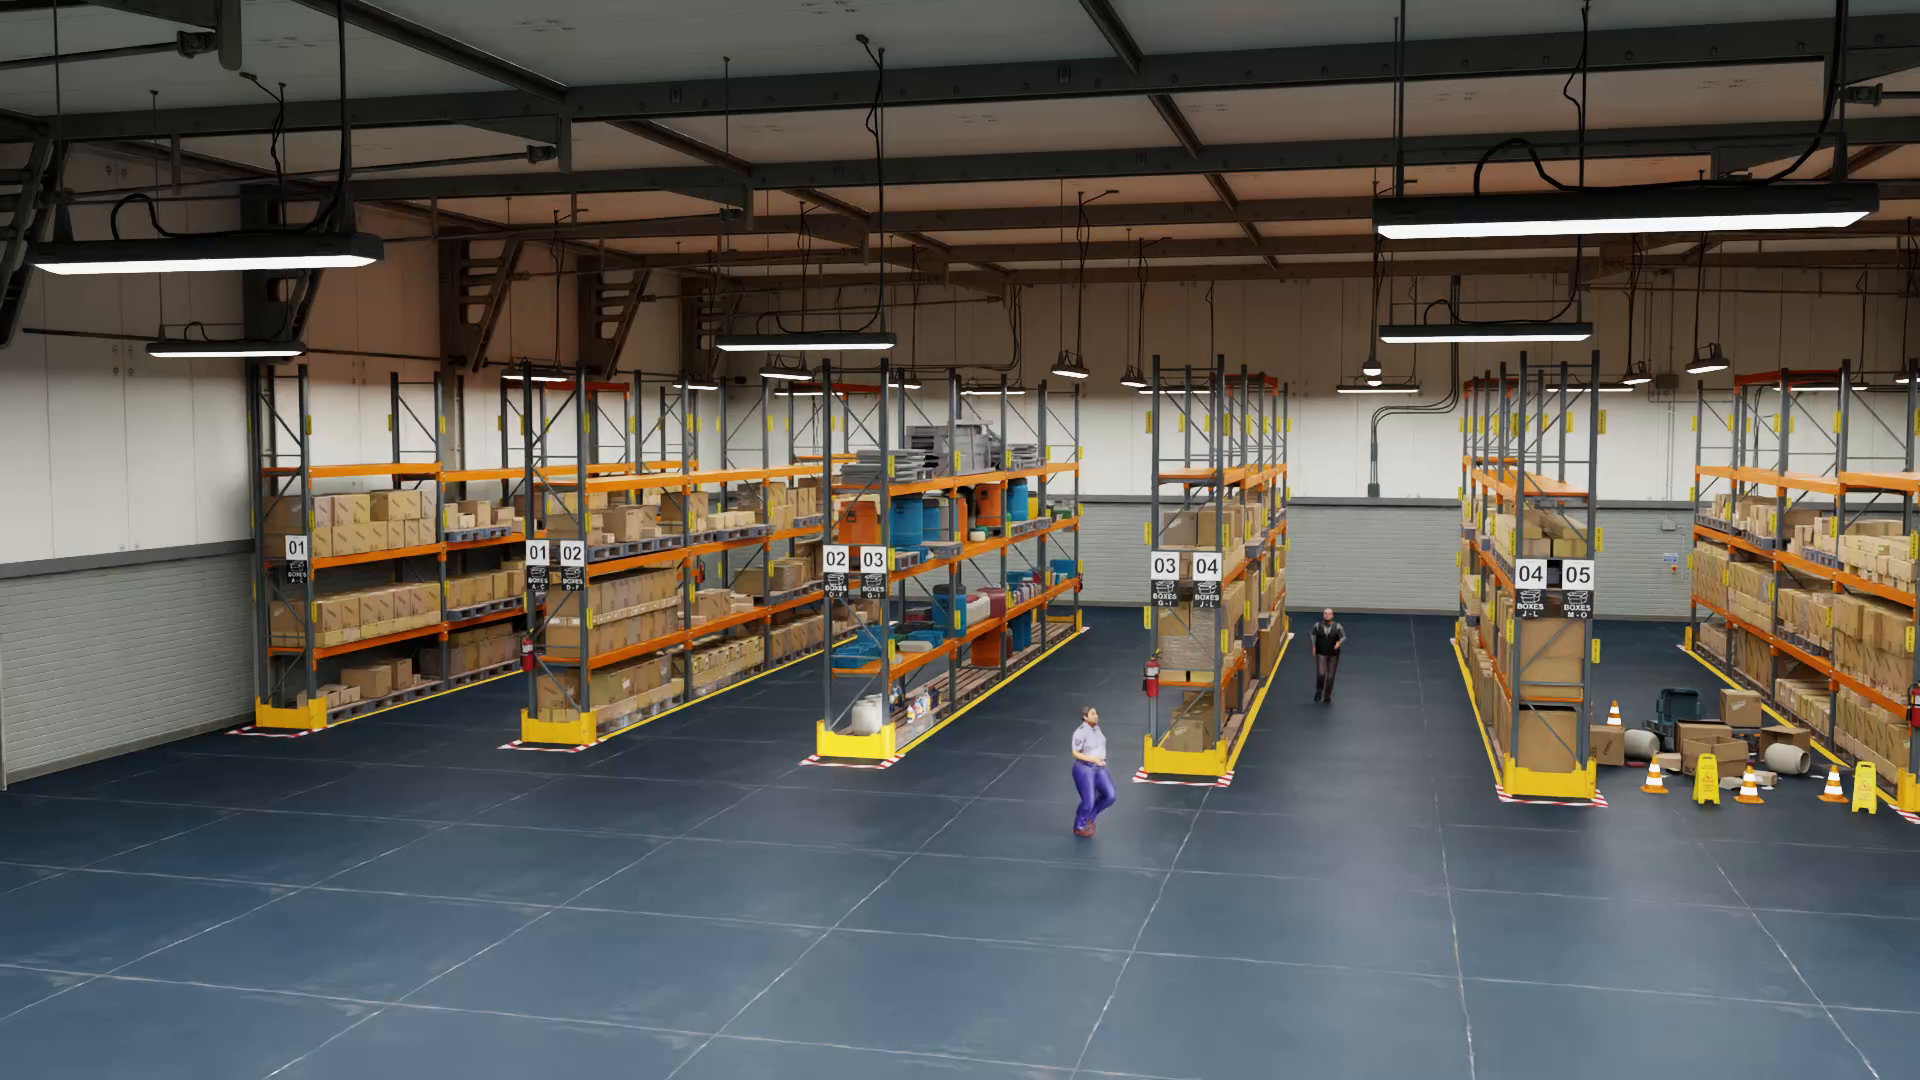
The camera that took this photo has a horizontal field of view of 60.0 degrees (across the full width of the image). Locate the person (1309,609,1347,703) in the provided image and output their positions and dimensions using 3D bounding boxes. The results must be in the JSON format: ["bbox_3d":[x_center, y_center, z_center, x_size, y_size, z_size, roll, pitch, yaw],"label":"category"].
[{"bbox_3d":[6.613,2.088,29.902,0.661,1.706,0.677,1,4,9],"label":"person"}]

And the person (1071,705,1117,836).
[{"bbox_3d":[1.615,2.801,20.154,0.575,1.604,0.579,4,6,44],"label":"person"}]
